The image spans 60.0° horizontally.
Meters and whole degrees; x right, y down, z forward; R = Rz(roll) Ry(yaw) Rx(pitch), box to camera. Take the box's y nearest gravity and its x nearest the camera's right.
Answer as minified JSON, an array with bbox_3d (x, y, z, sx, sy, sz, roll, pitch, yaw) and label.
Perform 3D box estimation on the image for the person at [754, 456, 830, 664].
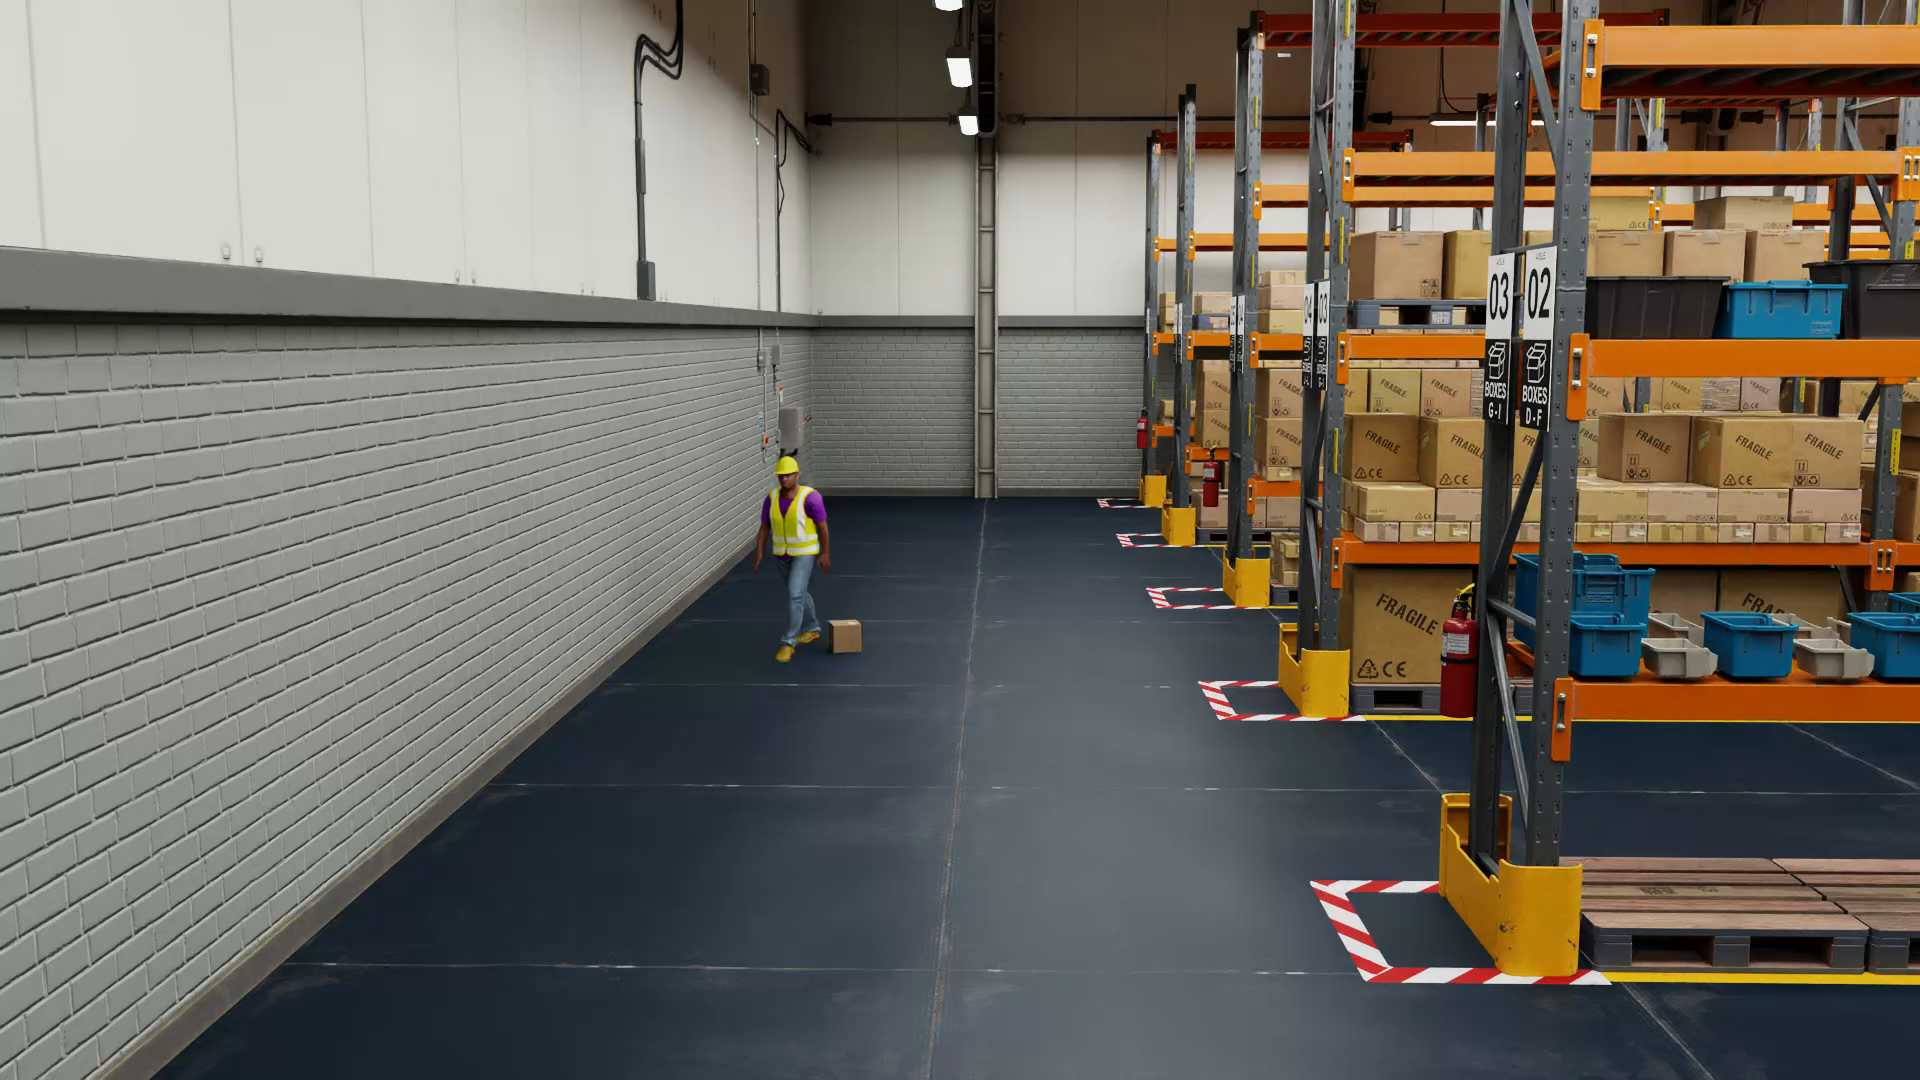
[{"bbox_3d":[-1.480,0.132,14.614,0.595,1.738,0.966,4,8,28],"label":"person"}]
